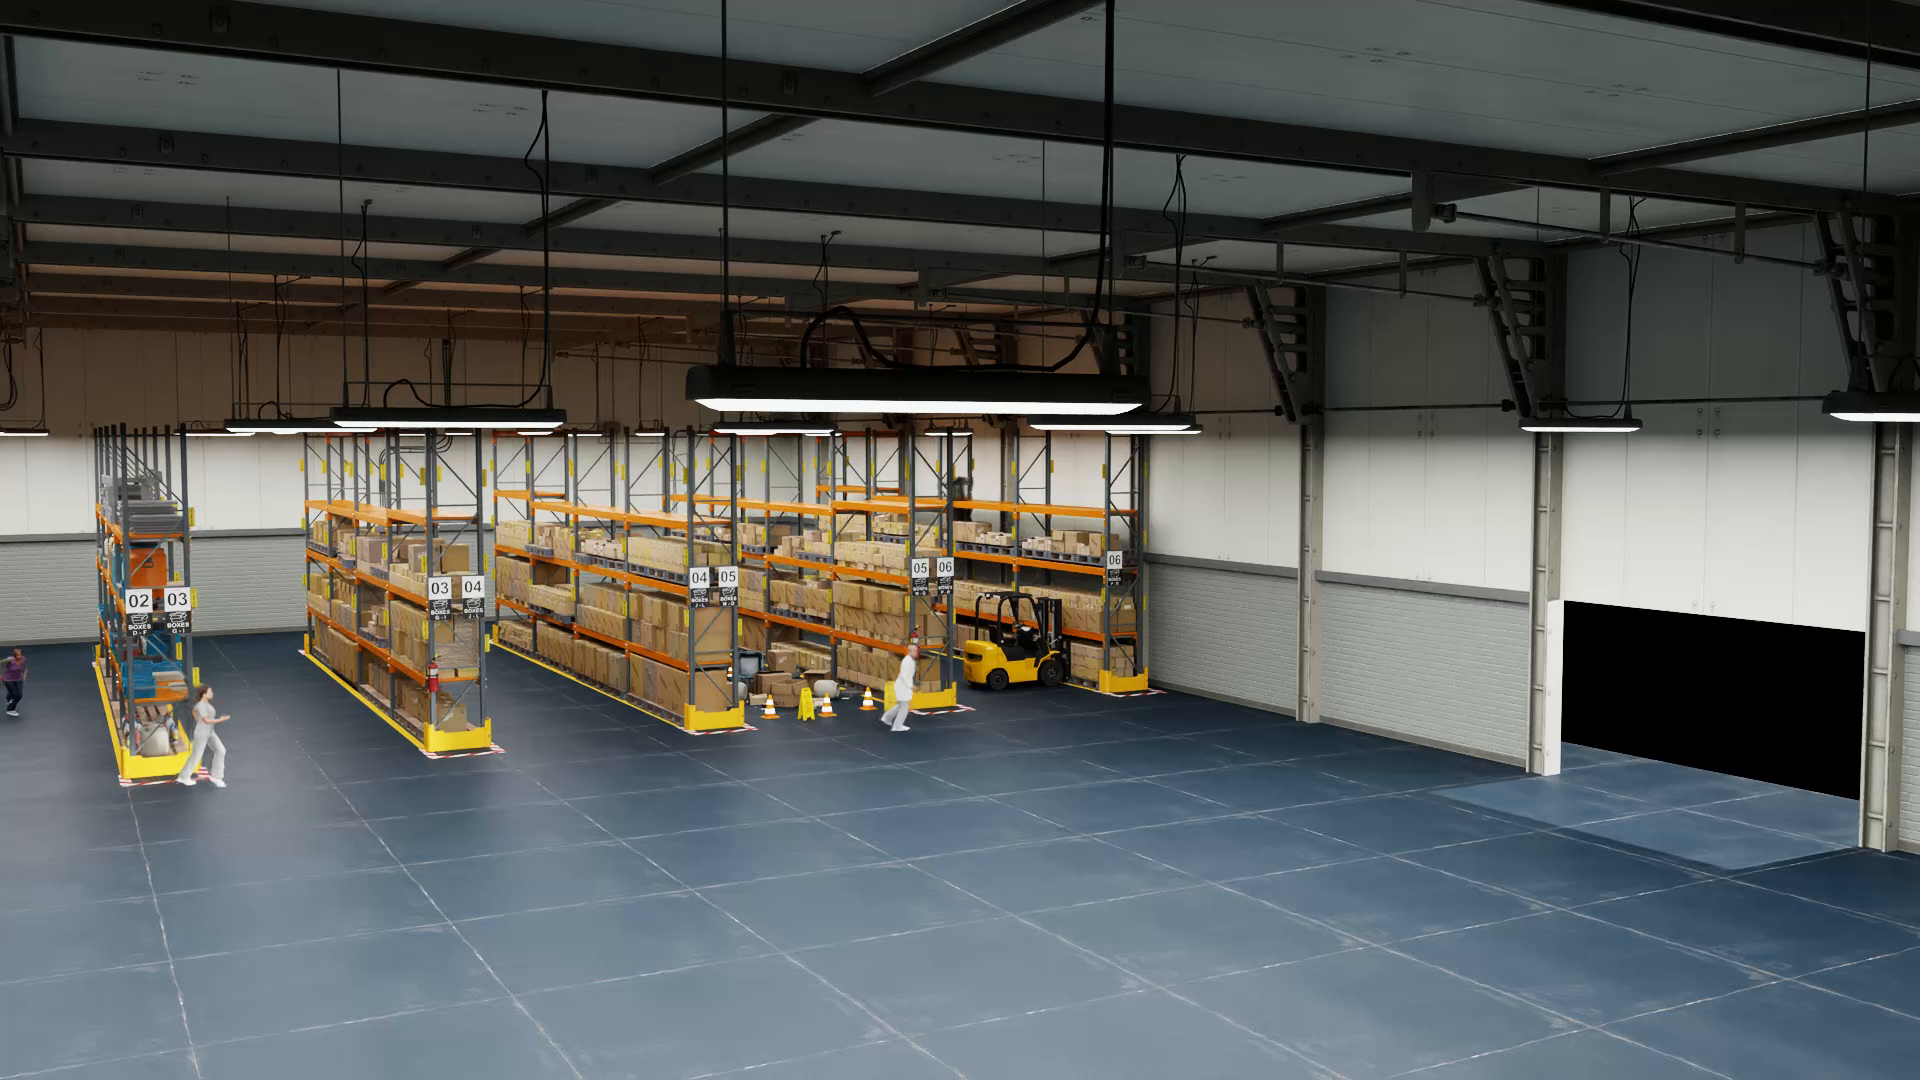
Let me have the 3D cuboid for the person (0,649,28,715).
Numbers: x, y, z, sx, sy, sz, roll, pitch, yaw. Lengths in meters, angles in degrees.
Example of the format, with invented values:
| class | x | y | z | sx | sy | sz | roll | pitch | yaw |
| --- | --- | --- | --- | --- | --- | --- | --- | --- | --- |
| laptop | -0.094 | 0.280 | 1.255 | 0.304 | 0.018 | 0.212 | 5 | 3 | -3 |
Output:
| class | x | y | z | sx | sy | sz | roll | pitch | yaw |
| --- | --- | --- | --- | --- | --- | --- | --- | --- | --- |
| person | -19.570 | 2.948 | 34.333 | 0.754 | 1.406 | 0.566 | 3 | 5 | 41 |

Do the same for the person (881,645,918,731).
| class | x | y | z | sx | sy | sz | roll | pitch | yaw |
| --- | --- | --- | --- | --- | --- | --- | --- | --- | --- |
| person | -1.182 | 2.890 | 32.602 | 0.767 | 1.709 | 0.691 | 0 | 3 | 5 |

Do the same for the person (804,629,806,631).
| class | x | y | z | sx | sy | sz | roll | pitch | yaw |
| --- | --- | --- | --- | --- | --- | --- | --- | --- | --- |
| person | -5.024 | 1.902 | 49.064 | 0.990 | 1.723 | 0.717 | 1 | 4 | 20 |

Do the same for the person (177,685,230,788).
| class | x | y | z | sx | sy | sz | roll | pitch | yaw |
| --- | --- | --- | --- | --- | --- | --- | --- | --- | --- |
| person | -12.407 | 3.233 | 27.261 | 0.839 | 1.722 | 0.517 | 0 | 3 | -7 |
